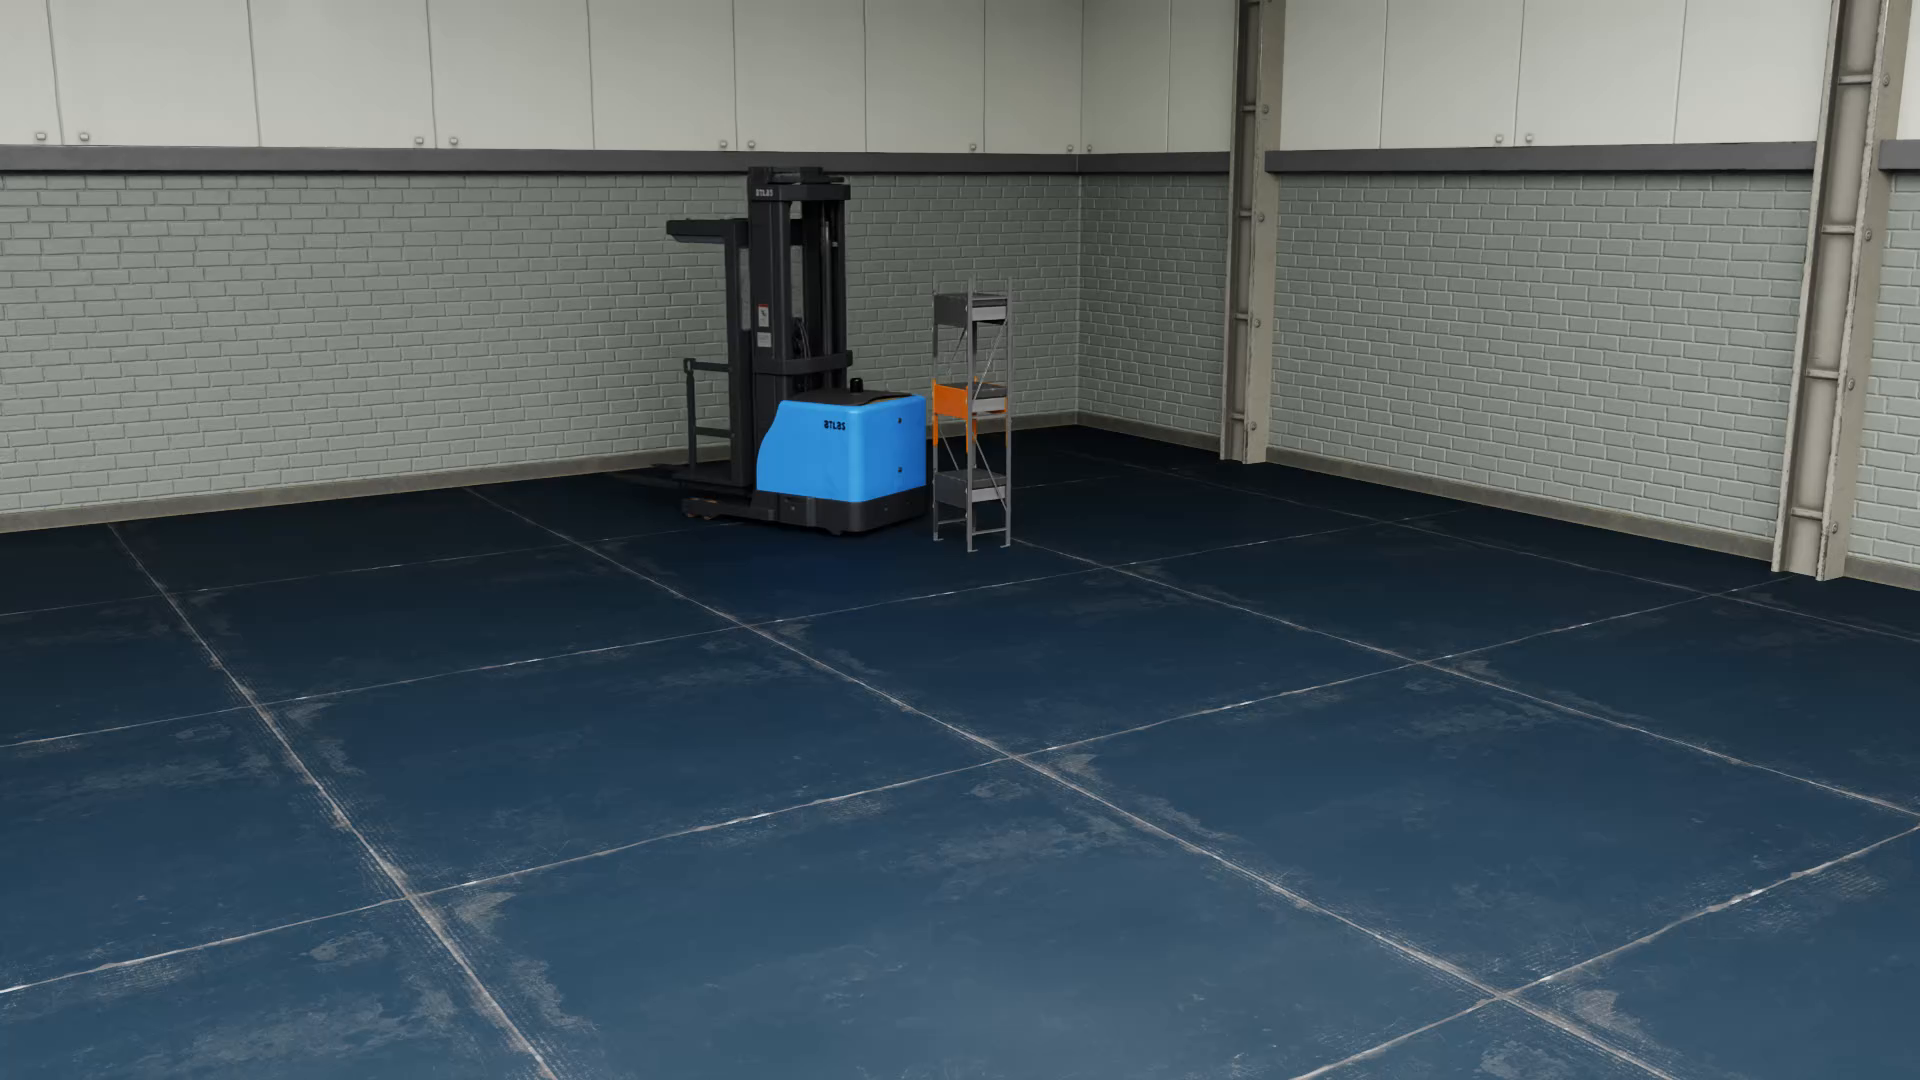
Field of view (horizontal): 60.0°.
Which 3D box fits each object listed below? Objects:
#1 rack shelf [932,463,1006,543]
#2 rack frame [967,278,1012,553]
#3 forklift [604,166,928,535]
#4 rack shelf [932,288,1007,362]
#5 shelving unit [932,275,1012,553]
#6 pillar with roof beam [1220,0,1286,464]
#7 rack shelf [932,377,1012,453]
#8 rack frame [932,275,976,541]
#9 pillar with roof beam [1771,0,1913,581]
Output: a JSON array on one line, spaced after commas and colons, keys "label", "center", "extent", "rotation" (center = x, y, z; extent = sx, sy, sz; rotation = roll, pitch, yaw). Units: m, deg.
[{"label": "rack shelf", "center": [0.092, -0.299, 13.155], "extent": [0.431, 0.518, 0.480], "rotation": [-8, 15, -33]}, {"label": "rack frame", "center": [0.227, -0.953, 12.804], "extent": [0.400, 2.100, 0.015], "rotation": [-8, 15, -33]}, {"label": "forklift", "center": [-1.780, -1.688, 14.222], "extent": [3.031, 2.935, 1.130], "rotation": [8, 15, 33]}, {"label": "rack shelf", "center": [0.092, -1.667, 12.856], "extent": [0.431, 0.518, 0.480], "rotation": [-8, 15, -33]}, {"label": "shelving unit", "center": [0.092, -0.996, 13.003], "extent": [0.431, 2.100, 0.503], "rotation": [-8, 15, -33]}, {"label": "pillar with roof beam", "center": [-0.663, -4.710, 13.838], "extent": [9.100, 9.000, 0.400], "rotation": [-8, 15, -33]}, {"label": "rack shelf", "center": [0.092, -0.983, 13.006], "extent": [0.431, 0.518, 0.480], "rotation": [-8, 15, -33]}, {"label": "rack frame", "center": [-0.043, -1.040, 13.201], "extent": [0.400, 2.100, 0.015], "rotation": [-8, 15, -33]}, {"label": "pillar with roof beam", "center": [2.662, -3.643, 8.958], "extent": [9.100, 9.000, 0.400], "rotation": [-8, 15, -33]}]
